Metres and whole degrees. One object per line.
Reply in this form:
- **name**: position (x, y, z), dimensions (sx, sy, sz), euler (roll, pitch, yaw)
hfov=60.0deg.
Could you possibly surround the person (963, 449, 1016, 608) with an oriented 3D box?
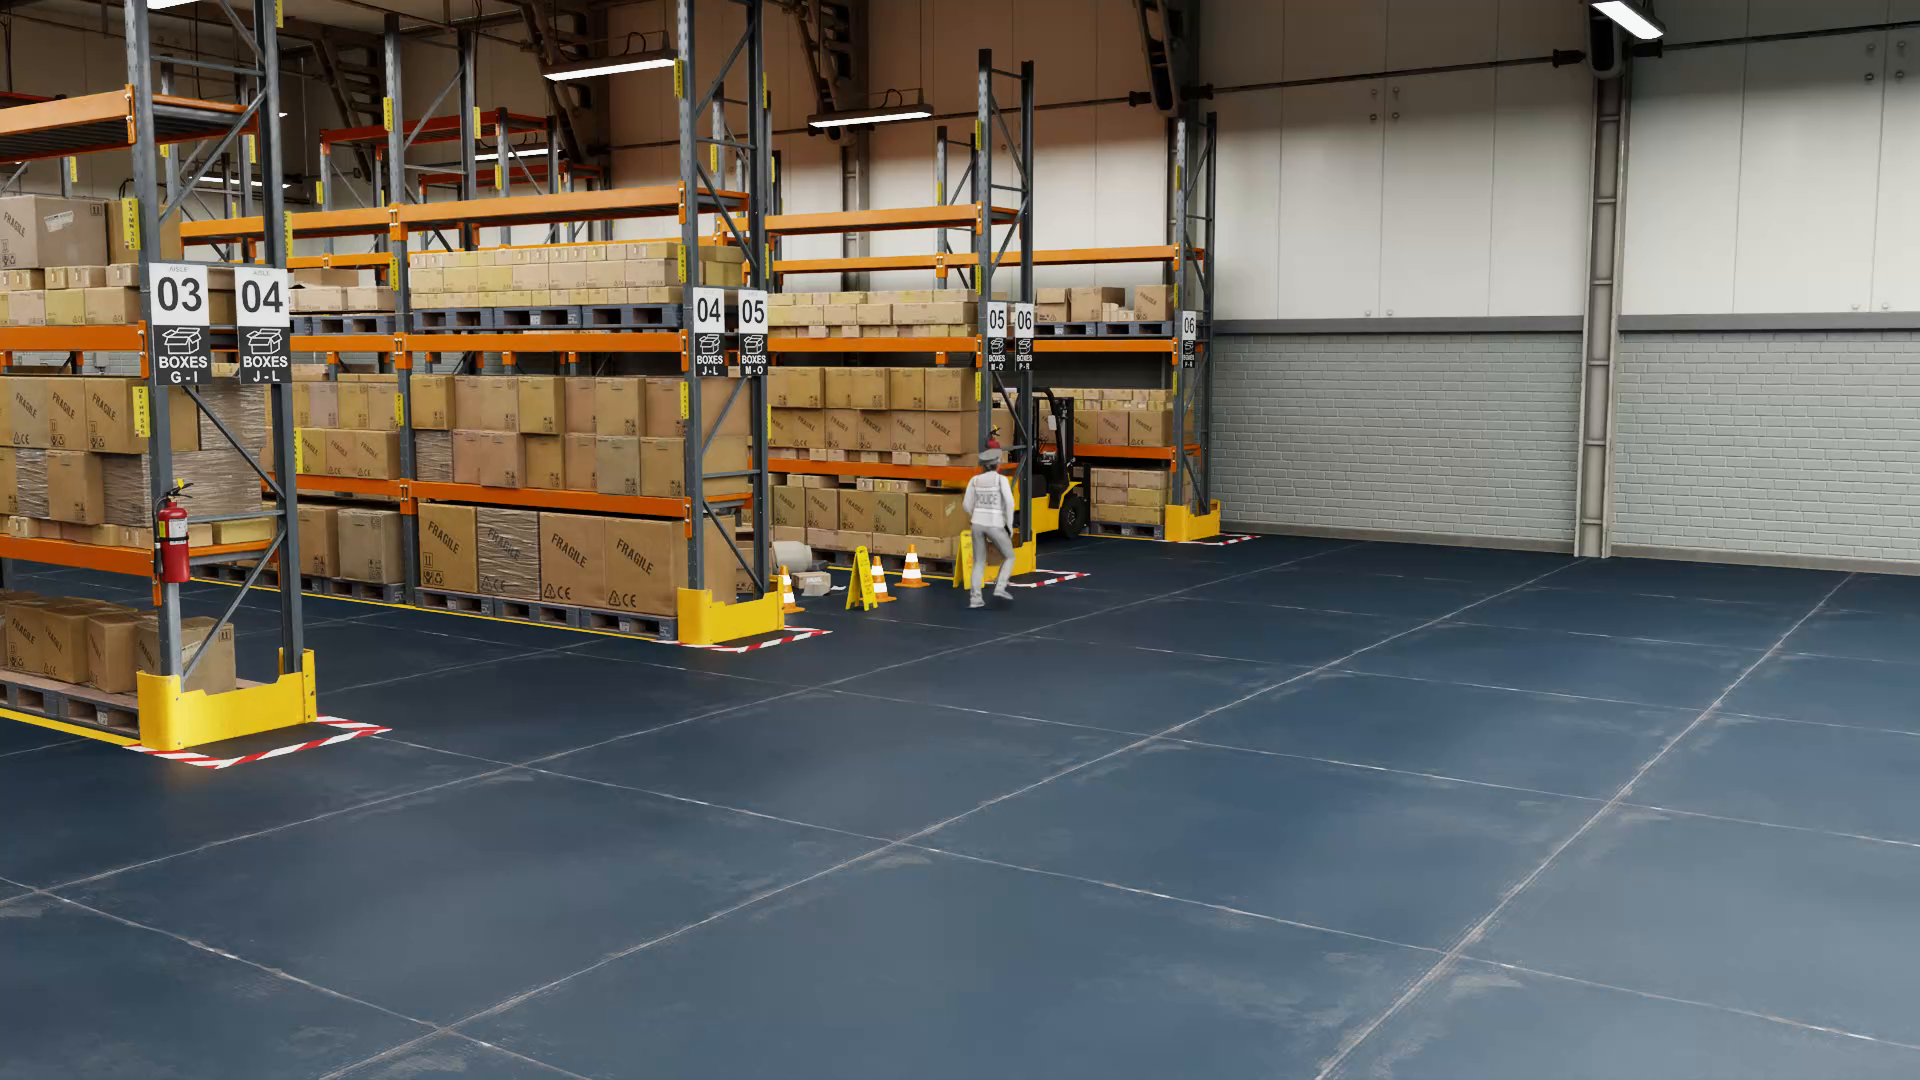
- **person**: position (0.310, -0.128, 17.281), dimensions (0.624, 1.628, 0.578), euler (3, 7, 24)
